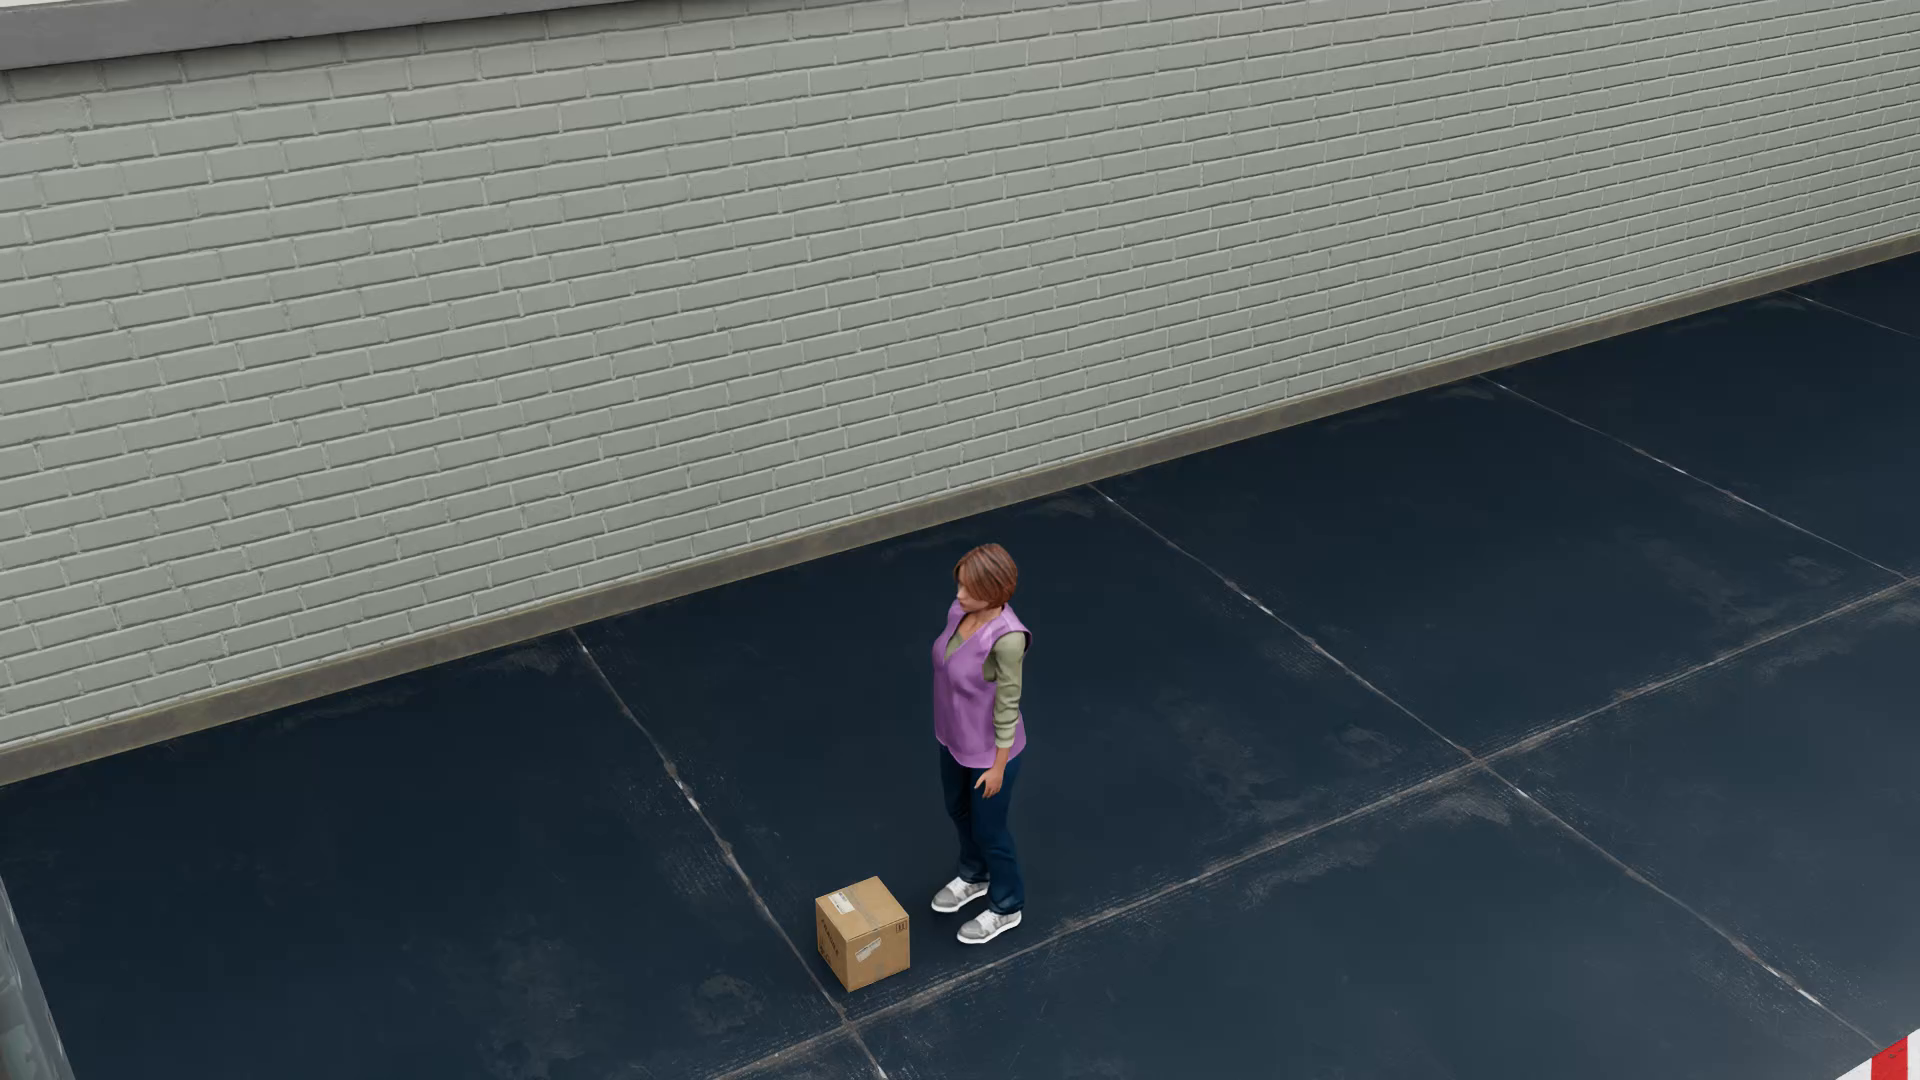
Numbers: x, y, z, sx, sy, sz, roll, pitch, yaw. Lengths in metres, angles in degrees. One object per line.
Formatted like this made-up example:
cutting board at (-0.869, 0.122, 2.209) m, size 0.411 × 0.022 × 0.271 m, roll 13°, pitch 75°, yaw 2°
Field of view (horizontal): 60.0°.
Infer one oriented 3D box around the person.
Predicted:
person at (0.074, 0.722, 5.856) m, size 0.307 × 1.597 × 0.405 m, roll -15°, pitch 33°, yaw -25°
